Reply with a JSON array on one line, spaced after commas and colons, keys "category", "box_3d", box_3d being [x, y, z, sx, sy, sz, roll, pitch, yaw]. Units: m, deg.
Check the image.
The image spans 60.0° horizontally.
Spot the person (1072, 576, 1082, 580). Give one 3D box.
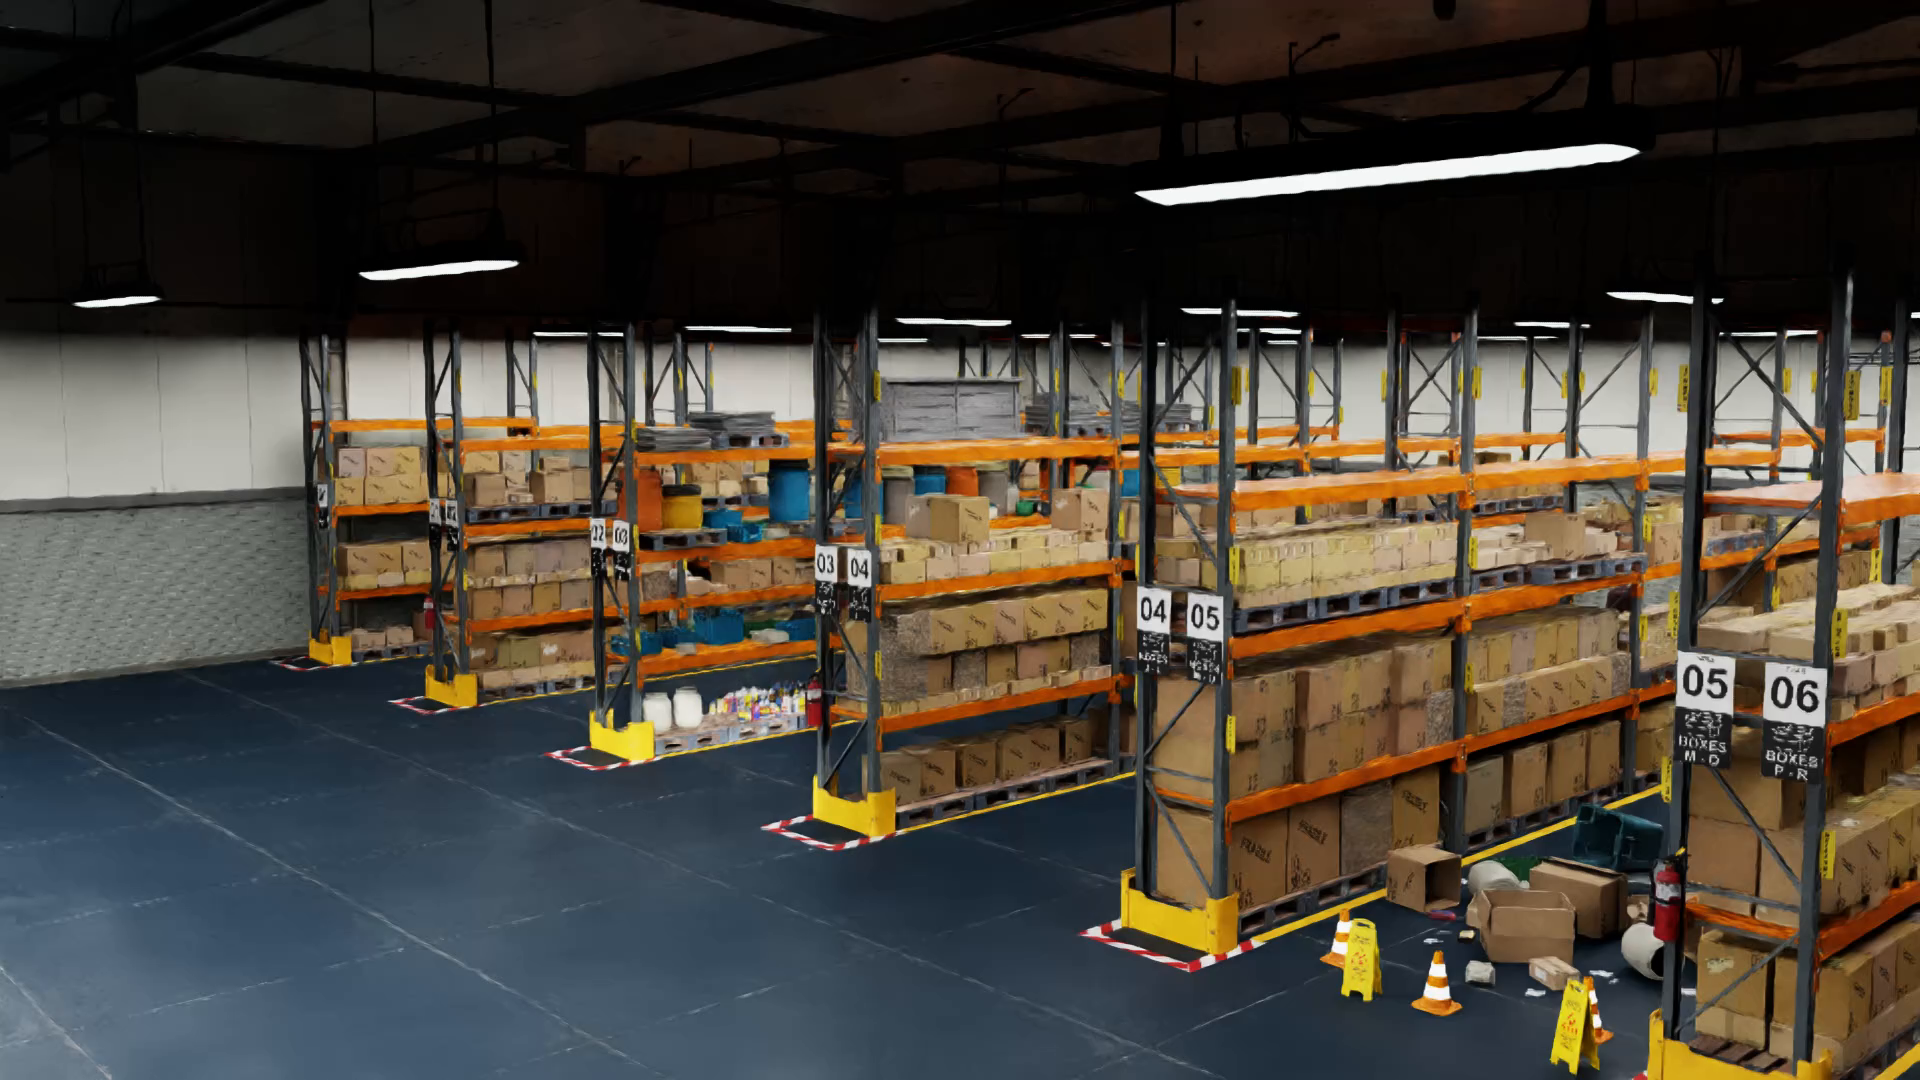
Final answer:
[{"category": "person", "box_3d": [2.406, 0.993, 32.663, 0.463, 1.731, 0.598, 3, 6, 27]}]

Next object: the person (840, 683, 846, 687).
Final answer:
[{"category": "person", "box_3d": [-1.624, 1.606, 27.340, 1.088, 1.574, 0.447, -5, 8, -40]}]

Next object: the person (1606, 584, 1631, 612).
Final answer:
[{"category": "person", "box_3d": [11.214, 1.413, 28.232, 0.691, 1.773, 0.648, -2, 6, -18]}]

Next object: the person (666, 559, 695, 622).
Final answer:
[{"category": "person", "box_3d": [-5.221, 1.139, 30.912, 0.608, 1.787, 0.489, -1, 6, -12]}]
